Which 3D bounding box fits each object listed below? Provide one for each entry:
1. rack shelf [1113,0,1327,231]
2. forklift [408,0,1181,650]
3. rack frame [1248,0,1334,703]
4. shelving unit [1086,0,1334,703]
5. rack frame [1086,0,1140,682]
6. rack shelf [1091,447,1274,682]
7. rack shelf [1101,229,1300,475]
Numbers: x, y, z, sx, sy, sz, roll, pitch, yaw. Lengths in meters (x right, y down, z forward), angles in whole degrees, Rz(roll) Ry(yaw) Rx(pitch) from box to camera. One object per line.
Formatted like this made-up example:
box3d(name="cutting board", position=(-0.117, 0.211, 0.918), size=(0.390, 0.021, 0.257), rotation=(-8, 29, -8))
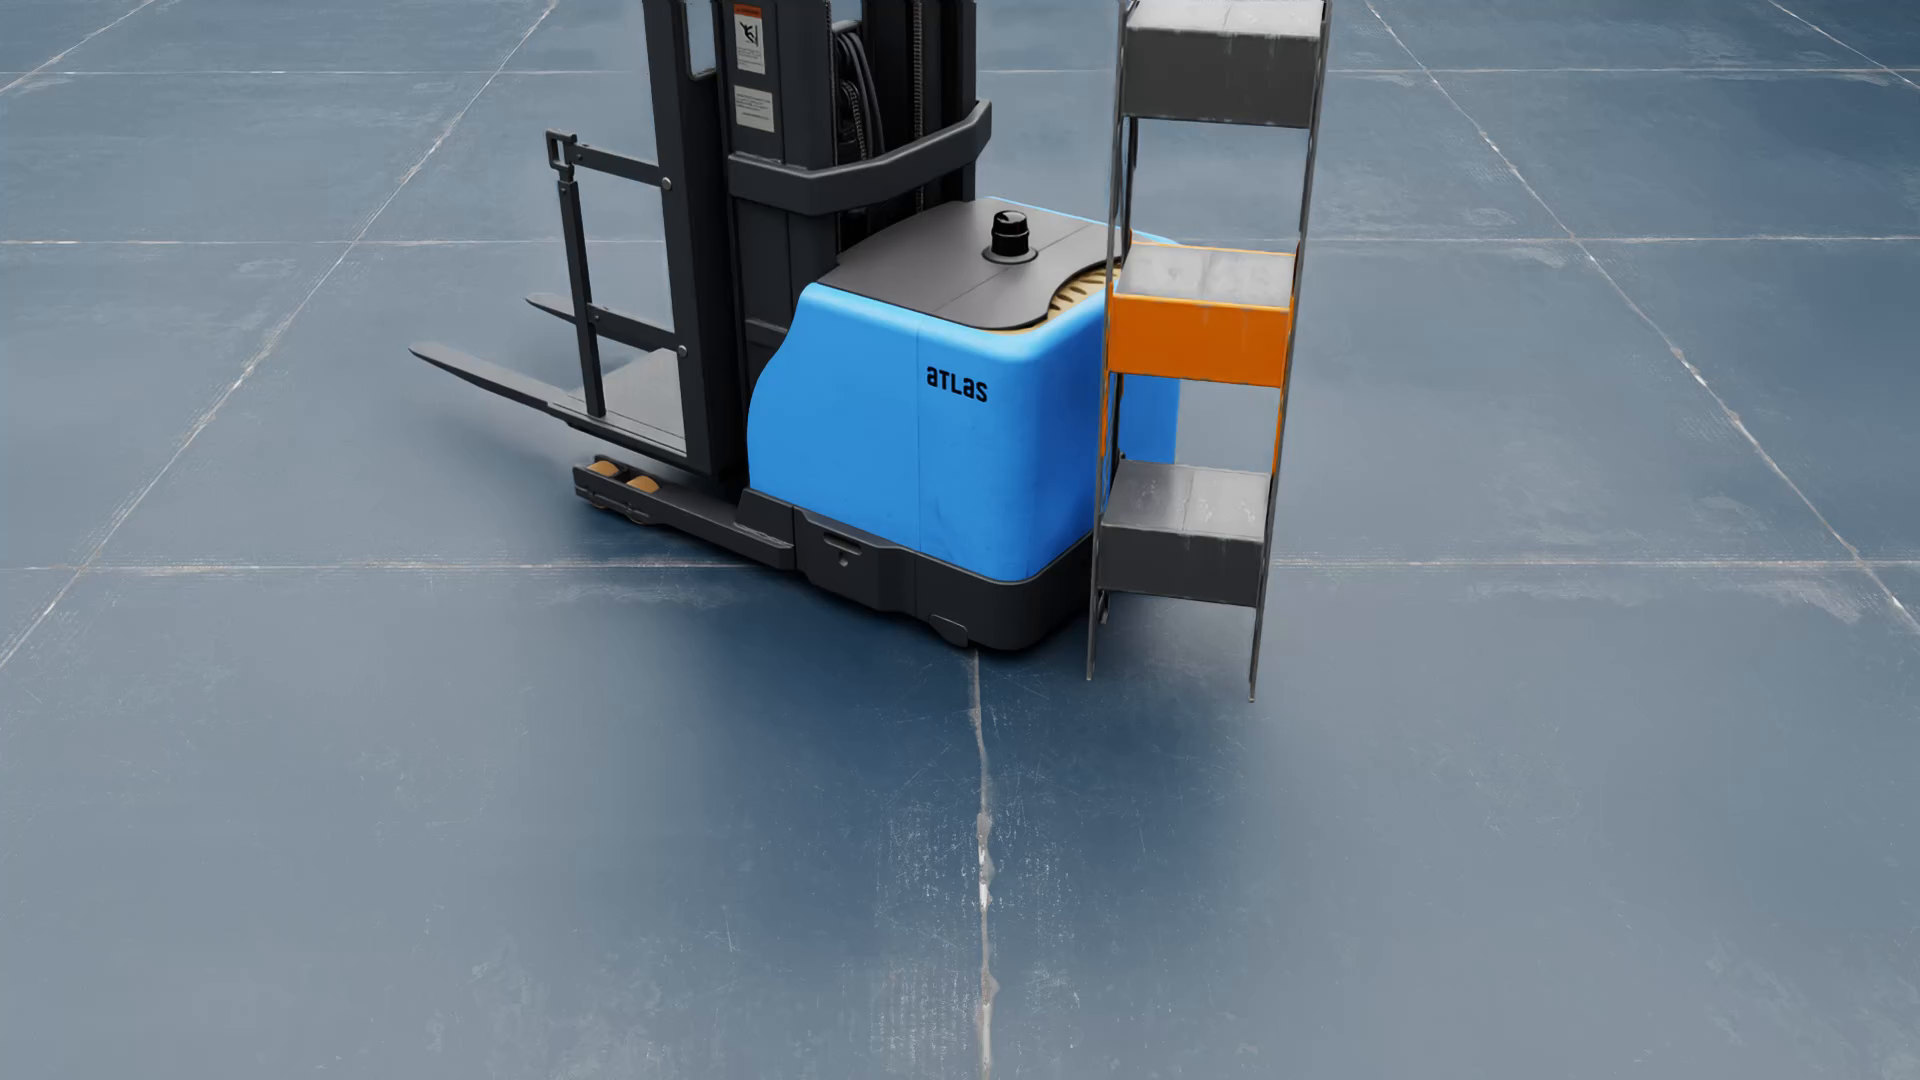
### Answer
box3d(name="rack shelf", position=(0.670, -1.128, 4.262), size=(0.480, 0.518, 0.431), rotation=(6, 32, 10))
box3d(name="forklift", position=(-0.758, -1.510, 5.414), size=(3.031, 2.935, 1.130), rotation=(20, 37, 30))
box3d(name="rack frame", position=(0.909, -0.514, 4.574), size=(0.015, 2.100, 0.400), rotation=(6, 32, 10))
box3d(name="shelving unit", position=(0.670, -0.541, 4.618), size=(0.503, 2.100, 0.431), rotation=(6, 32, 10))
box3d(name="rack frame", position=(0.432, -0.568, 4.662), size=(0.015, 2.100, 0.400), rotation=(6, 32, 10))
box3d(name="rack shelf", position=(0.670, 0.069, 4.988), size=(0.480, 0.518, 0.431), rotation=(6, 32, 10))
box3d(name="rack shelf", position=(0.670, -0.530, 4.625), size=(0.480, 0.518, 0.431), rotation=(6, 32, 10))
